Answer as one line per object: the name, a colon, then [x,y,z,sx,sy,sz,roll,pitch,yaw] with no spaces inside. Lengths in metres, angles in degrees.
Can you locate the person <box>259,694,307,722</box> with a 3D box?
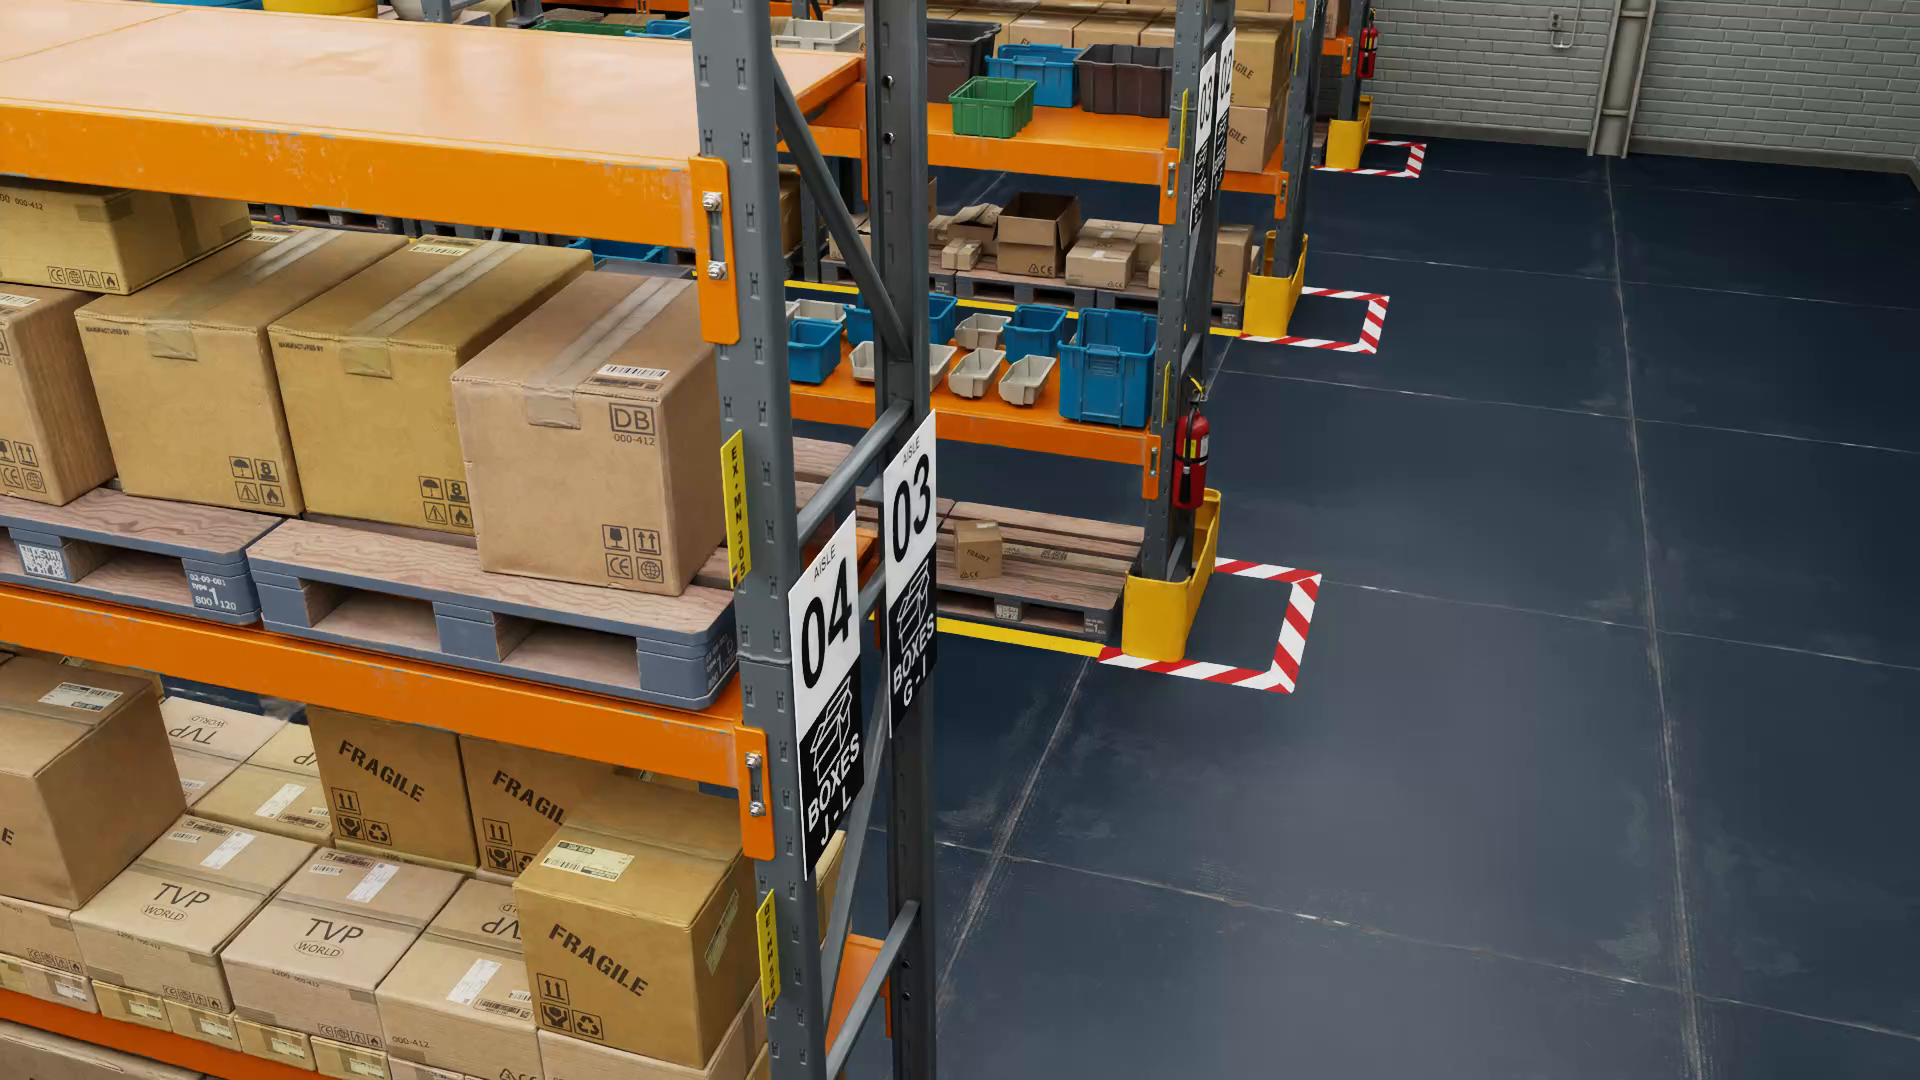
person: [-3.425,0.107,8.364,0.576,1.848,0.572,-7,30,-13]
